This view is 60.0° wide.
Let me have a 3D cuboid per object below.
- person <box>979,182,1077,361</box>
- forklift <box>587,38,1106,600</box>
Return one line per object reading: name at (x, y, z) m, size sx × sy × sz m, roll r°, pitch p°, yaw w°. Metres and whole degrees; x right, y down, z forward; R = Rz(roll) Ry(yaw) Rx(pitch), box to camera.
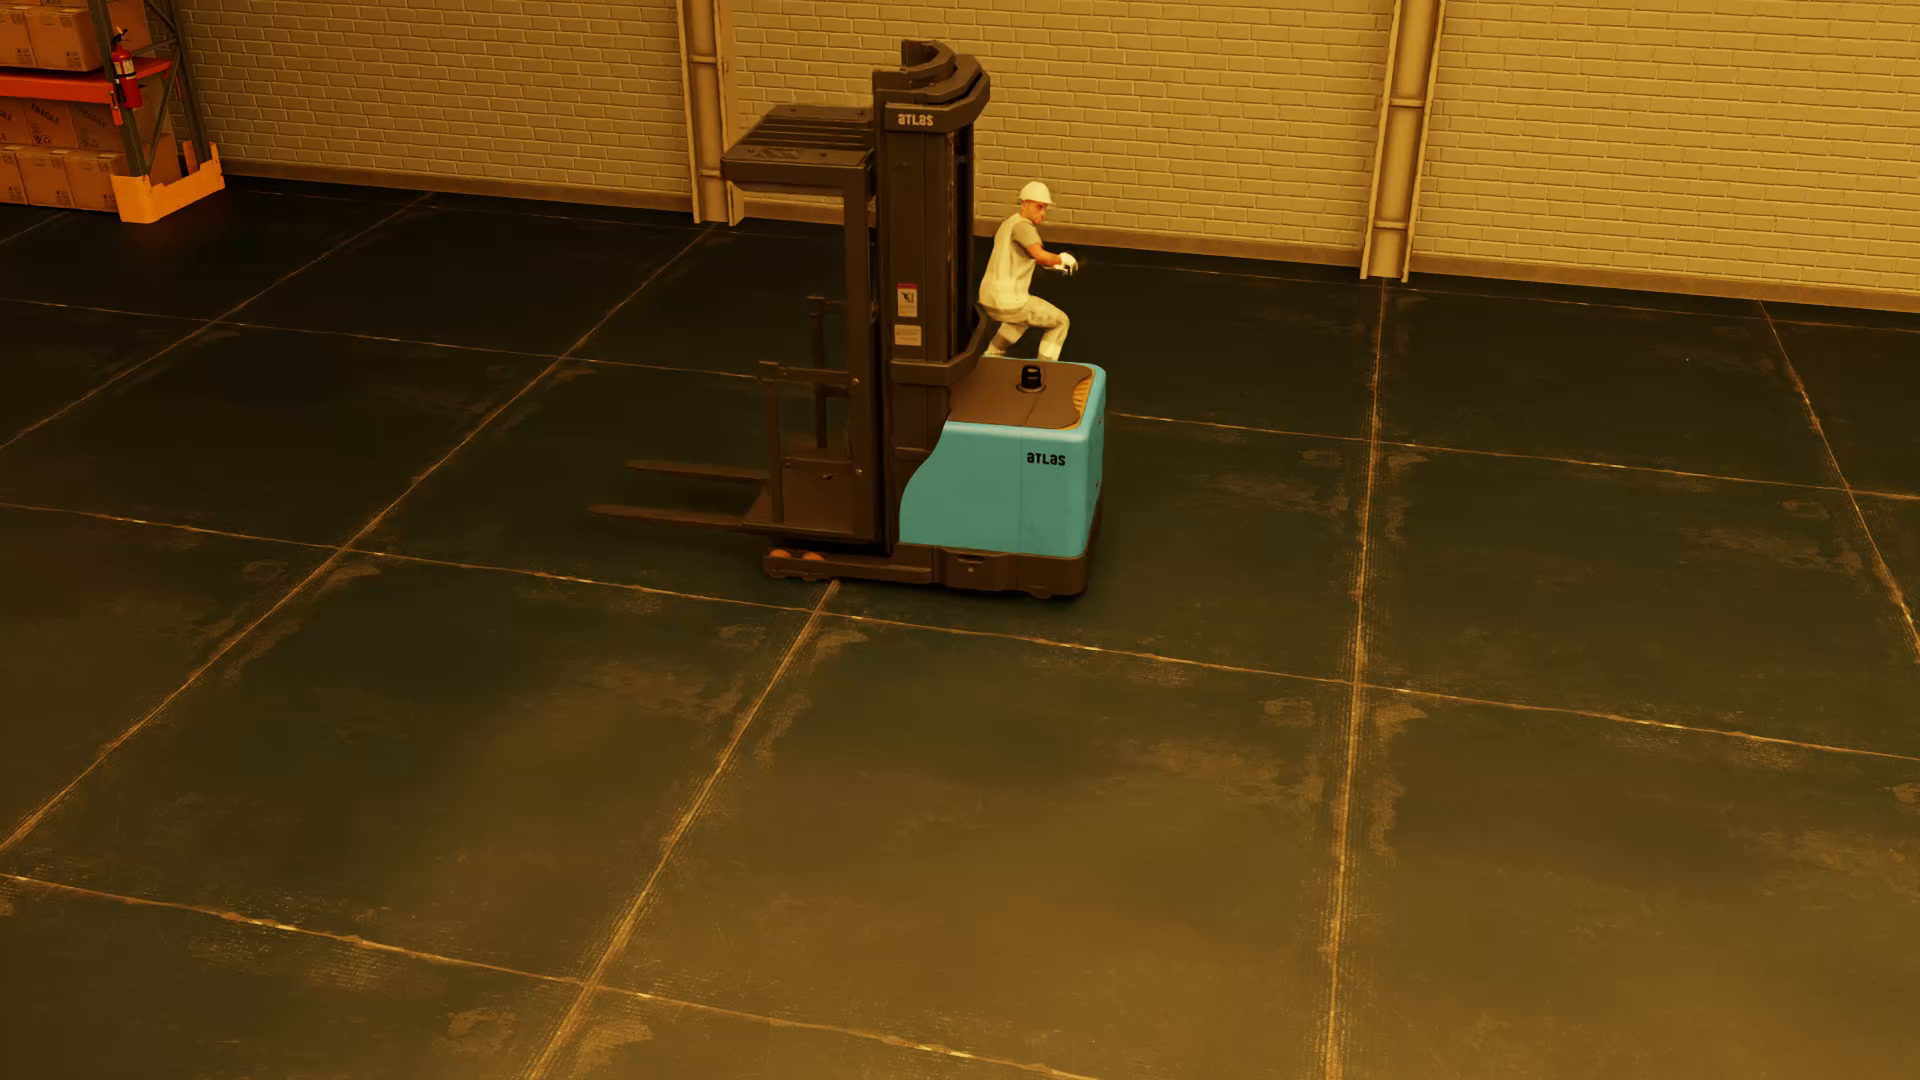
person at (0.557, -1.774, 11.772) m, size 0.903 × 1.514 × 0.804 m, roll -15°, pitch 33°, yaw -24°
forklift at (-0.696, -1.281, 9.432) m, size 3.031 × 2.935 × 1.130 m, roll 5°, pitch 30°, yaw 9°
